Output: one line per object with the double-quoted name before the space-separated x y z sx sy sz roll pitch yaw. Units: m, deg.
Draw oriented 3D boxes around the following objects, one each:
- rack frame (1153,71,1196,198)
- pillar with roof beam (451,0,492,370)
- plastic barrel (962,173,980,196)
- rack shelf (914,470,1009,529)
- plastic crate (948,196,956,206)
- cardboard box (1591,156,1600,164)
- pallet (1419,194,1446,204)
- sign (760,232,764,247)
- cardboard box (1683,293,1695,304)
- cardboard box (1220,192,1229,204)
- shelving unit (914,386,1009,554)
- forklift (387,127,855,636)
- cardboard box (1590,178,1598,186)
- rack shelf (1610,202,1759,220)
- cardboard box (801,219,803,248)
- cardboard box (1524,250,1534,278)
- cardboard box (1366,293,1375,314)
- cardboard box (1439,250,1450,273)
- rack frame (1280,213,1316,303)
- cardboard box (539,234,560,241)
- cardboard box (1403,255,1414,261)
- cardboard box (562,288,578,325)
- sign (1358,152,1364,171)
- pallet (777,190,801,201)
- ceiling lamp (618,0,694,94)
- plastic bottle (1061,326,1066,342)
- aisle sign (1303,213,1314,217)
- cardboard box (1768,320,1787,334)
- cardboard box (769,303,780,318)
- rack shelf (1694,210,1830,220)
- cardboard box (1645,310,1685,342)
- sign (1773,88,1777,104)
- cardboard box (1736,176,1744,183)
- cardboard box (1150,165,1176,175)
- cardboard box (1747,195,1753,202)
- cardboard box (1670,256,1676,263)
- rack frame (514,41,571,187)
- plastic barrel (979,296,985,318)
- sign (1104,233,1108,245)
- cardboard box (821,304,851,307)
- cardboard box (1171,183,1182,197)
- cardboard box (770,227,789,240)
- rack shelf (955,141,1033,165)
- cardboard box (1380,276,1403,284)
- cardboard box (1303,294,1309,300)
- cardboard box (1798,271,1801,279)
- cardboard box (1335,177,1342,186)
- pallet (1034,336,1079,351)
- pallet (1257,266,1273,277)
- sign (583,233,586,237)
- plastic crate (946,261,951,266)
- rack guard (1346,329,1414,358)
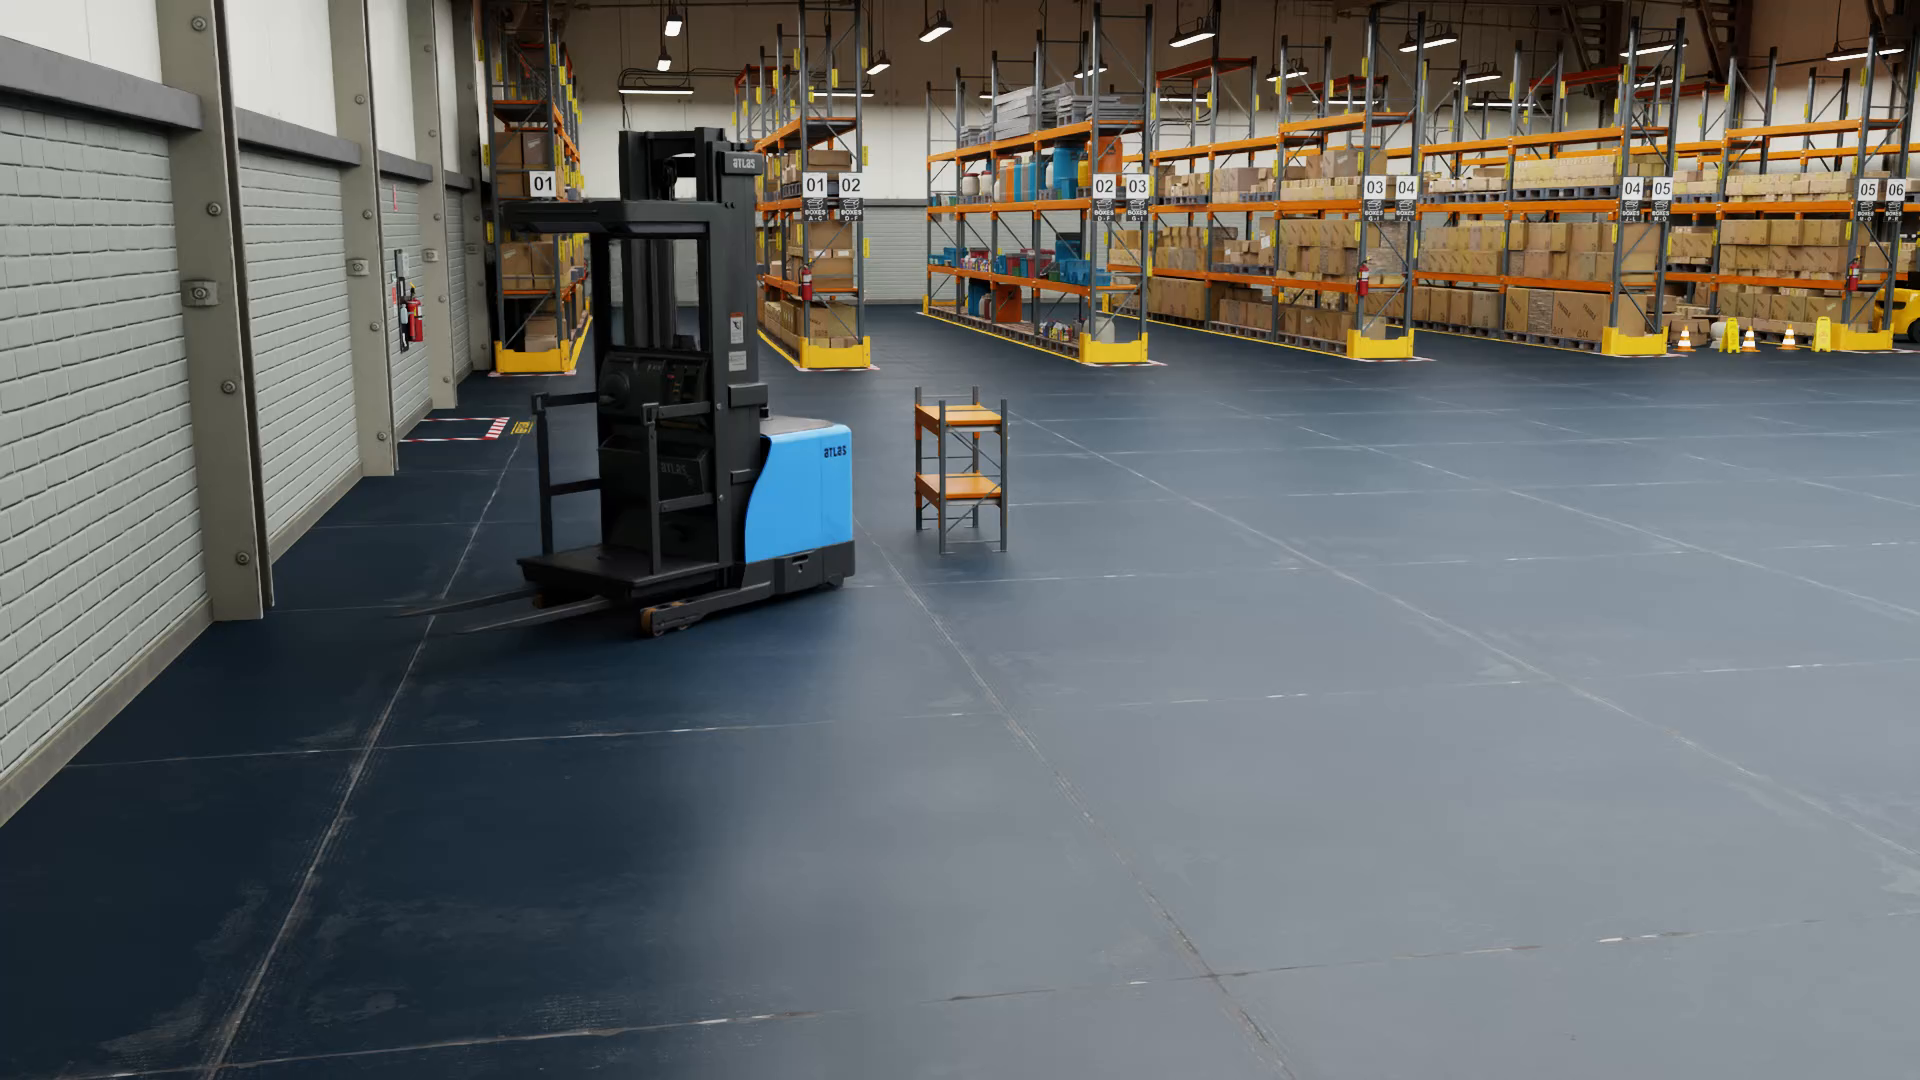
"rack frame" 5.267 -9.915 40.721 1.000 3.000 0.127 -2 11 -11
"pillar with roof beam" -3.738 -7.427 27.650 9.100 9.000 0.548 -2 11 -11
"plastic barrel" 0.265 -8.428 39.448 0.433 0.535 0.433 0 11 0
"rack shelf" -0.001 -0.314 12.644 0.538 0.278 1.000 -2 11 -11
"plastic crate" -0.082 -8.334 40.887 0.416 0.233 0.300 -2 11 -11
"cardboard box" 11.990 -7.068 30.936 0.380 0.149 0.250 -2 11 -10
"pallet" 11.107 -7.660 37.404 1.213 0.211 1.003 -2 11 -8
"sign" -4.204 -6.383 35.324 0.100 0.325 0.005 -2 11 -11
"cardboard box" 19.959 -6.524 45.021 0.500 0.311 0.500 -2 11 -9
"cardboard box" 5.986 -7.444 36.164 0.500 0.250 0.500 -2 11 -10
"shelving unit" -0.001 -0.554 12.598 0.538 1.125 1.048 -2 11 -11
"forklift" -2.006 -0.982 10.019 1.130 2.935 3.031 8 14 37
"cardboard box" 11.989 -6.676 31.009 0.380 0.149 0.250 -2 11 -10
"rack shelf" 16.154 -7.348 37.180 1.077 0.370 4.000 -2 11 -11
"cardboard box" -2.412 -5.378 29.193 0.700 0.500 0.500 -2 11 -11
"cardboard box" 11.920 -5.569 33.530 0.875 0.550 0.550 -2 11 -11
"cardboard box" 10.255 -5.770 40.552 0.500 0.500 0.500 -2 11 -10
"cardboard box" 10.951 -6.167 36.808 0.500 0.500 0.500 -2 11 -11
"rack frame" 9.373 -7.863 45.986 1.000 3.000 0.127 -2 11 -11
"cardboard box" -8.358 -6.157 33.843 0.380 0.149 0.250 -4 12 -21
"cardboard box" 10.383 -6.552 38.649 0.380 0.149 0.250 -2 11 -10
"cardboard box" -8.546 -4.984 35.483 0.750 0.750 0.750 -2 11 -12
"sign" 7.052 -6.659 29.268 0.100 0.325 0.005 -2 11 -11
"pallet" -3.080 -6.682 32.268 0.805 0.209 1.217 -3 11 -13
"ceiling lamp" -8.132 -13.560 44.259 2.000 3.185 0.800 -2 11 -11
"plastic bottle" 1.914 -3.810 30.780 0.061 0.283 0.133 -2 11 -10
"aisle sign" 9.654 -9.164 45.871 0.394 0.787 0.004 -2 11 -11
"cardboard box" 16.700 -4.312 33.561 0.500 0.250 0.500 -3 11 -13
"cardboard box" -3.652 -4.709 34.146 0.500 0.311 0.500 -2 11 -13
"rack shelf" 20.244 -8.263 41.987 1.077 0.370 4.000 -2 11 -11
"cardboard box" 14.306 -4.369 33.941 0.797 0.637 0.503 -2 11 -11
"sign" 17.079 -9.322 34.896 0.100 0.325 0.005 -2 11 -11
"cardboard box" 16.364 -7.486 34.524 0.380 0.149 0.250 -2 11 -9
"cardboard box" 5.090 -9.287 41.780 0.500 0.250 0.500 -3 11 -15
"cardboard box" 16.516 -7.053 34.381 0.380 0.149 0.250 -2 11 -11
"cardboard box" 15.988 -6.216 36.879 0.380 0.149 0.250 -2 11 -11
"rack frame" -8.532 -8.641 34.027 1.000 3.000 0.127 -2 11 -11
"plastic barrel" 0.657 -5.435 38.758 0.421 0.512 0.421 0 11 0
"sign" 3.943 -8.146 44.947 0.100 0.325 0.005 -2 11 -11
"cardboard box" -2.212 -3.920 29.497 0.500 0.500 0.500 -2 11 -11
"cardboard box" 5.392 -8.399 39.896 0.500 0.311 0.500 -3 11 -13
"cardboard box" -4.267 -7.245 39.797 0.500 0.500 0.500 -2 11 -10
"rack shelf" 0.797 -8.818 37.952 1.077 0.370 4.000 -2 11 -11
"cardboard box" 7.779 -4.704 30.062 0.380 0.149 0.250 -2 11 -11
"cardboard box" 9.444 -6.519 44.633 0.380 0.149 0.250 -3 11 -14
"cardboard box" 16.860 -5.253 32.945 0.380 0.149 0.250 -2 11 -10
"cardboard box" 7.072 -6.545 30.376 0.380 0.149 0.250 -2 11 -11
"pallet" 2.054 -3.826 32.232 1.003 0.211 1.213 -2 11 -11
"pallet" 6.817 -5.552 34.355 1.003 0.211 1.213 -2 11 -11
"sign" -9.553 -7.863 42.257 0.100 0.325 0.005 -2 11 -11
"plastic crate" -0.073 -6.877 41.383 0.437 0.125 0.590 -2 11 -11
"rack guard" 7.586 -3.553 30.025 1.175 0.500 0.348 -2 11 -11
